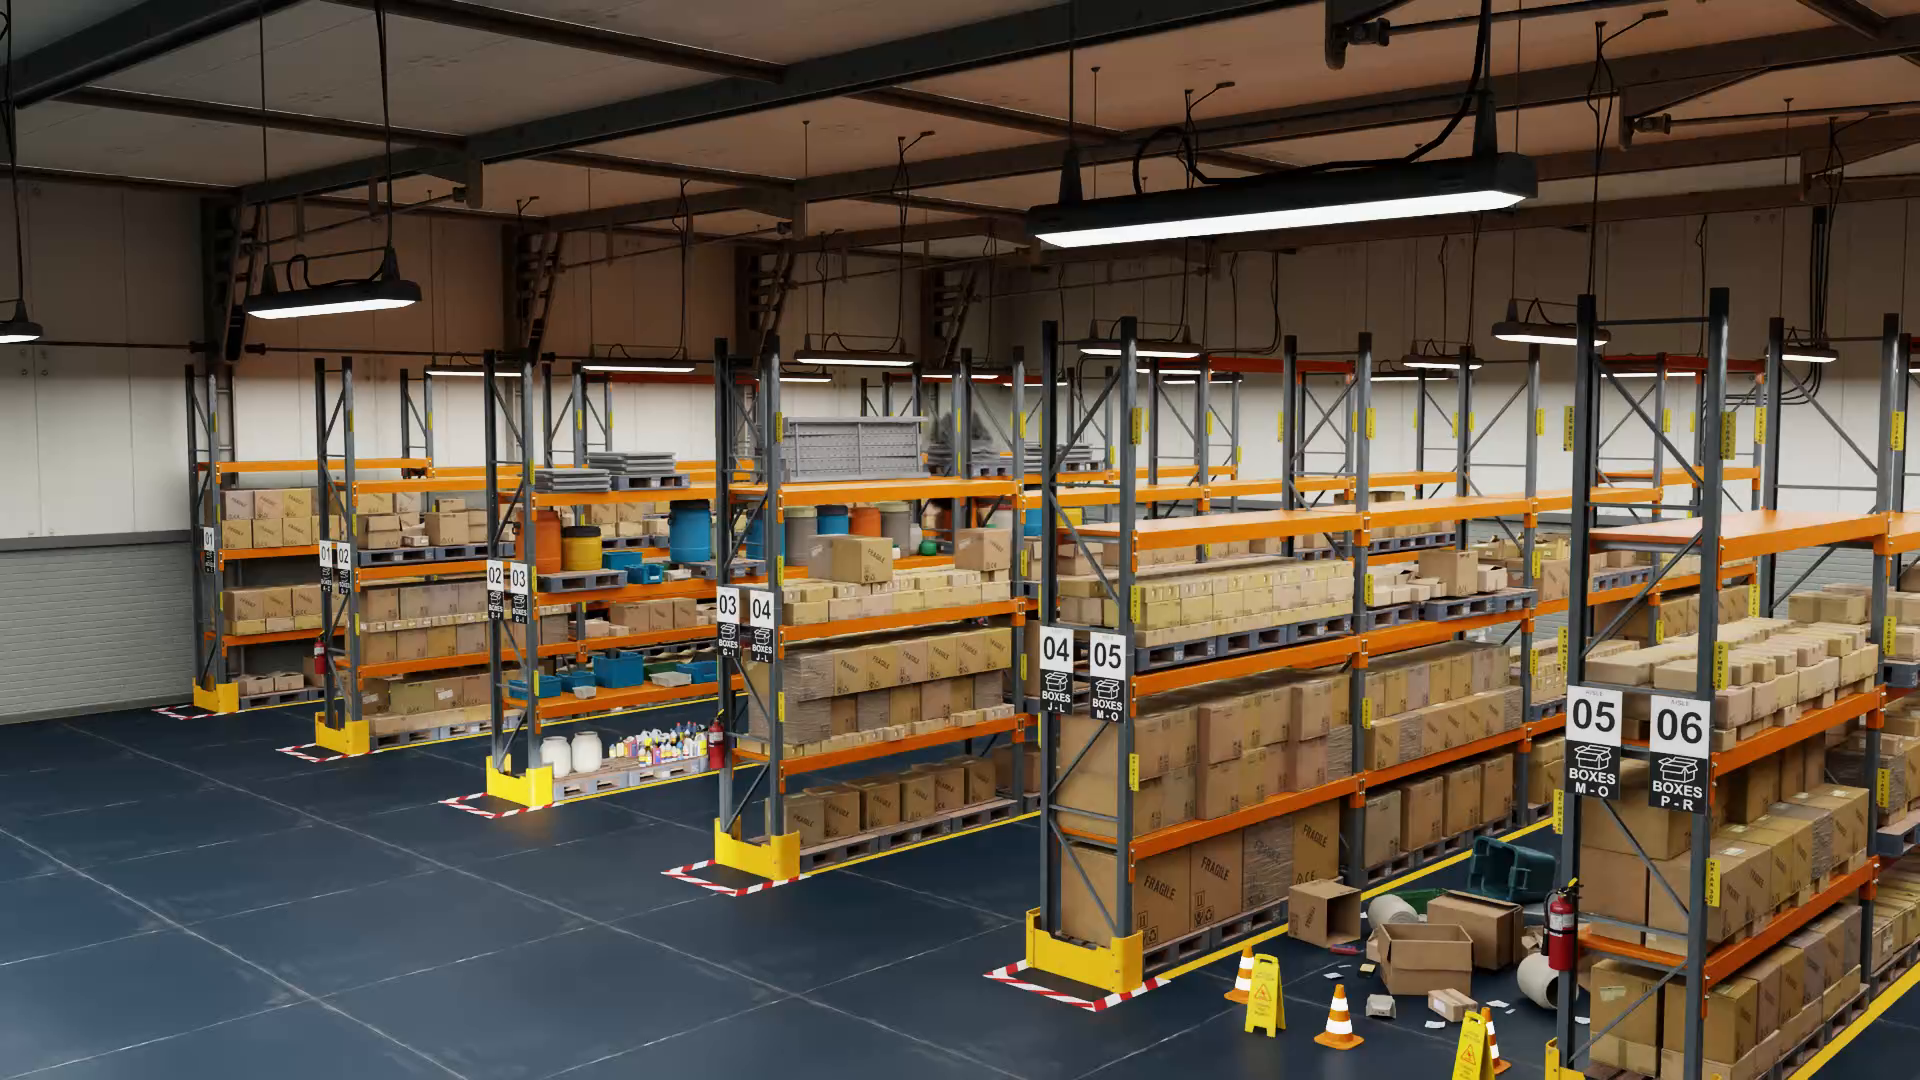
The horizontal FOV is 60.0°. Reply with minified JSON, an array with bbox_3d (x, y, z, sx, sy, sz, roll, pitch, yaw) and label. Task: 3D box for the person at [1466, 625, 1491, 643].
[{"bbox_3d":[9.750,1.858,31.542,0.684,1.832,0.921,0,4,-4],"label":"person"}]
